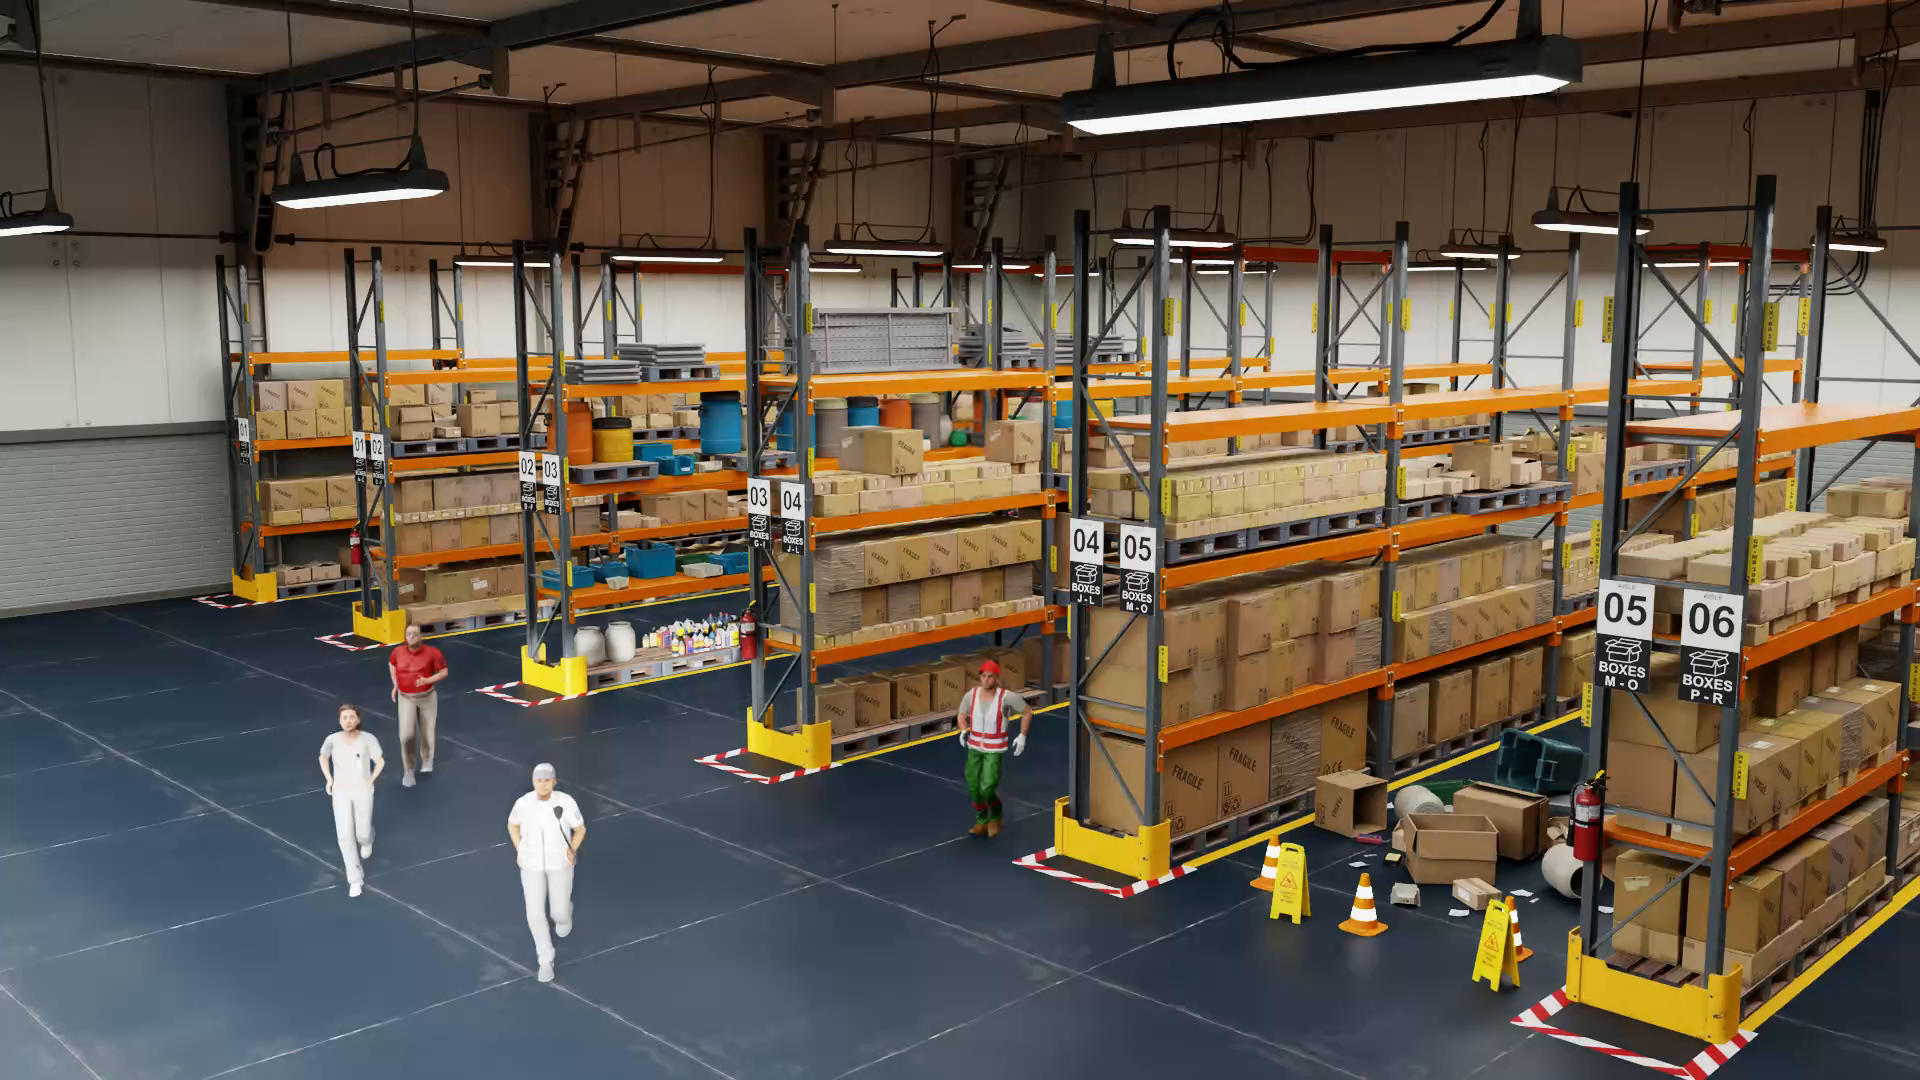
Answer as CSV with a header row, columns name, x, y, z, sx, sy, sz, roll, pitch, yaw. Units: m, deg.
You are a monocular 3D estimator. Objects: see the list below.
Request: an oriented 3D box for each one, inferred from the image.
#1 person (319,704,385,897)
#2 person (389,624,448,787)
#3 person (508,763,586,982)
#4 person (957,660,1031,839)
name,x,y,z,sx,sy,sz,roll,pitch,yaw
person,-5.426,2.274,14.869,0.566,1.651,0.818,-2,8,-14
person,-5.867,1.780,18.048,0.638,1.784,0.749,-2,8,-12
person,-3.230,2.547,12.997,0.607,1.651,0.686,-1,8,-8
person,0.276,2.038,16.030,0.713,1.771,0.580,3,9,22
